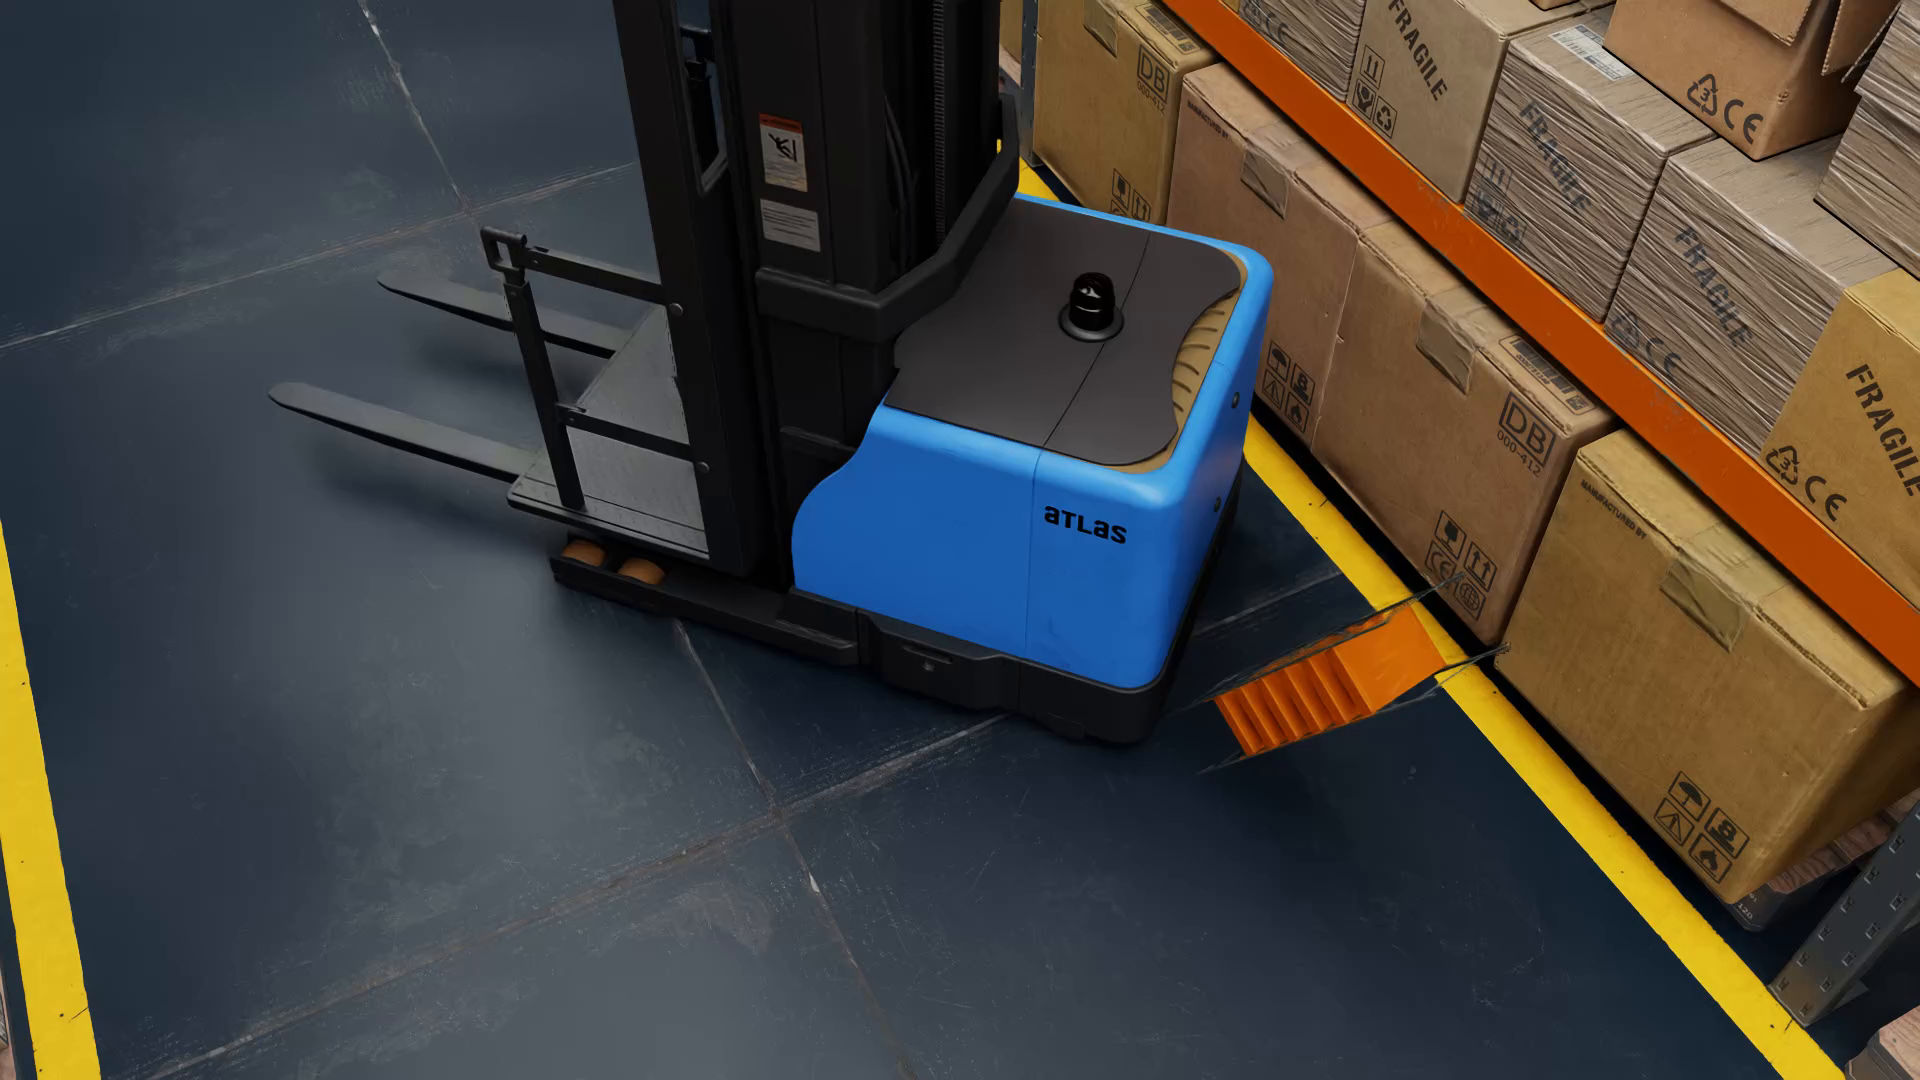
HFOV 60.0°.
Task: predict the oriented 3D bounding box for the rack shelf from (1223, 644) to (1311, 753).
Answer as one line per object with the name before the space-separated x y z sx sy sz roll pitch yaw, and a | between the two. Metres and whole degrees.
rack shelf | 0.845 0.410 4.325 0.258 0.103 0.180 -28 84 -22

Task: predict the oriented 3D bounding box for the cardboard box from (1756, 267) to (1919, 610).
cardboard box | 2.084 -0.250 3.409 0.500 0.500 0.500 -20 52 -16

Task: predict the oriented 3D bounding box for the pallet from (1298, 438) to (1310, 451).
pallet | 1.683 -0.423 5.480 1.003 0.211 1.213 -21 52 -18

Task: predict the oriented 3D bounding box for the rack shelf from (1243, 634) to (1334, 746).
rack shelf | 0.879 0.378 4.214 0.258 0.103 0.180 -28 84 -22

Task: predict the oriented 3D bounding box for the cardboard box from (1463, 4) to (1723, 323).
cardboard box | 1.621 -0.932 4.006 0.500 0.500 0.500 -23 53 -19

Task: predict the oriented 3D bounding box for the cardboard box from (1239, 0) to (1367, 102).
cardboard box | 1.148 -1.617 4.605 0.500 0.500 0.500 -22 52 -18

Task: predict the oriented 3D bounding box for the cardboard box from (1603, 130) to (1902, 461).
cardboard box | 1.861 -0.586 3.703 0.500 0.500 0.500 -22 52 -18

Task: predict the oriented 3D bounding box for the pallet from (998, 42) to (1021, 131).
pallet | 0.422 -2.267 7.093 1.003 0.211 1.213 -21 52 -18

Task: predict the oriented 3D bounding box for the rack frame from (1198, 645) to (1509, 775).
rack frame | 0.938 0.445 4.165 0.240 1.200 0.006 -28 84 -22

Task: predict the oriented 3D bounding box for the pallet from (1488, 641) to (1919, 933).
pallet | 2.237 0.392 4.767 1.003 0.211 1.213 -21 52 -18

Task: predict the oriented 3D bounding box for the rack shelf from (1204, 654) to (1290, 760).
rack shelf | 0.811 0.442 4.435 0.258 0.103 0.180 -28 84 -22

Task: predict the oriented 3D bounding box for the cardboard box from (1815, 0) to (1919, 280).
cardboard box | 2.210 -0.830 3.250 0.797 0.503 0.637 -20 52 -16

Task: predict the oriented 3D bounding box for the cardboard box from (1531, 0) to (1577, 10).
cardboard box | 1.602 -1.714 4.023 0.797 0.503 0.637 -20 52 -16

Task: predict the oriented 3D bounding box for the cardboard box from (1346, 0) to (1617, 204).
cardboard box | 1.389 -1.273 4.304 0.500 0.500 0.500 -20 52 -17

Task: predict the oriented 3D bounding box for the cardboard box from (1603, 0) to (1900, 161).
cardboard box | 1.915 -1.267 3.633 0.797 0.503 0.637 -20 52 -17

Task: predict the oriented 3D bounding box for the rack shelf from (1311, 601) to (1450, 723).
rack shelf | 0.982 0.282 3.883 0.258 0.103 0.180 -28 84 -22

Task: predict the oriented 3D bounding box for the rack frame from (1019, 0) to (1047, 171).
rack frame | 0.700 -2.649 5.574 1.000 3.000 0.127 -21 52 -18

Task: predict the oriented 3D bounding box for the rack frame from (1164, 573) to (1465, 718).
rack frame | 0.846 0.287 4.182 0.240 1.200 0.006 -28 84 -22

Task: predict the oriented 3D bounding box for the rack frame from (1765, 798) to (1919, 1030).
rack frame | 2.531 0.028 3.233 1.000 3.000 0.127 -21 52 -18

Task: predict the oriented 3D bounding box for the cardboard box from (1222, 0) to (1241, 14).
cardboard box | 0.919 -1.952 4.898 0.500 0.500 0.500 -21 52 -17

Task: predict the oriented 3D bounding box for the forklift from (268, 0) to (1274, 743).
forklift | -0.704 -1.106 4.270 3.031 2.935 1.130 16 51 14

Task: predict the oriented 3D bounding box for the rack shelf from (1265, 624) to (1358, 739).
rack shelf | 0.914 0.346 4.104 0.258 0.103 0.180 -28 84 -22

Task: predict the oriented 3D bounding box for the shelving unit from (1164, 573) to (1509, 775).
shelving unit | 0.892 0.366 4.173 0.258 1.200 0.189 -28 84 -22

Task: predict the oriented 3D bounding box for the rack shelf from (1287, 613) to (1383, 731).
rack shelf | 0.948 0.314 3.993 0.258 0.103 0.180 -28 84 -22

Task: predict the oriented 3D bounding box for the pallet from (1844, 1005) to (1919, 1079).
pallet | 2.887 1.470 3.824 1.003 0.211 1.213 -21 52 -18

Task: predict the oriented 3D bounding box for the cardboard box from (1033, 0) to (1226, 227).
cardboard box | 1.011 -1.666 5.847 1.225 0.875 0.875 -21 52 -17

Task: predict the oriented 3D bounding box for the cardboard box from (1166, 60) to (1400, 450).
cardboard box | 1.420 -1.069 5.325 1.225 0.875 0.875 -23 53 -19

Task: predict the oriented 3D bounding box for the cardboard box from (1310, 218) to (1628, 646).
cardboard box | 1.832 -0.479 4.809 1.225 0.875 0.875 -21 52 -17

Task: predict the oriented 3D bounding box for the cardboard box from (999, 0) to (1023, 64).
cardboard box | 0.469 -2.557 6.626 0.875 0.875 0.875 -21 52 -18

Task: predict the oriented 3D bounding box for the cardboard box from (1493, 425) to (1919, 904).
cardboard box | 2.233 0.120 4.285 1.225 0.875 0.875 -23 53 -19
